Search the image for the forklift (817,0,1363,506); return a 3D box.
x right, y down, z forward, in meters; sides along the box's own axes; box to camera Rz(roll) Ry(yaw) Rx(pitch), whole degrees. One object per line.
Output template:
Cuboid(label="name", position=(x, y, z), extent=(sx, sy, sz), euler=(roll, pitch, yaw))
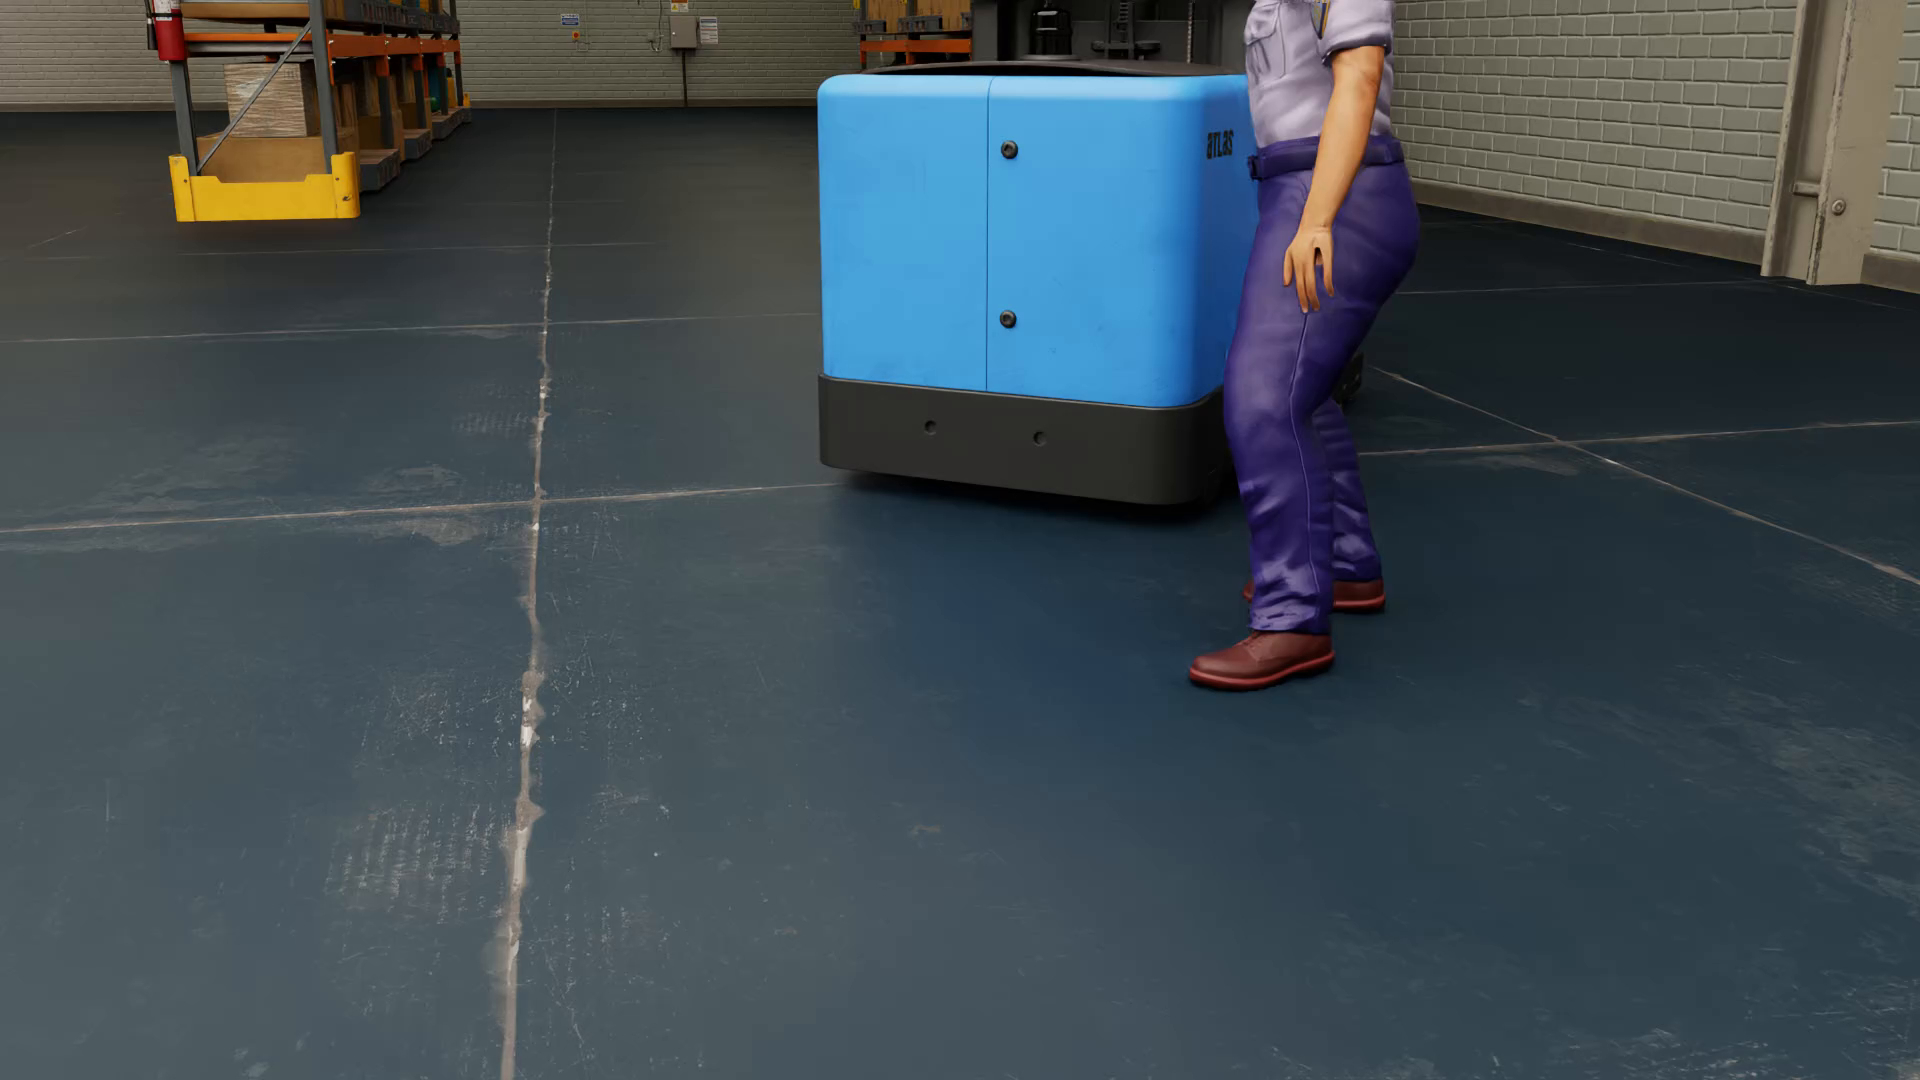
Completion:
Cuboid(label="forklift", position=(0.707, -1.863, 5.142), extent=(1.130, 2.935, 3.031), euler=(8, 18, 24))

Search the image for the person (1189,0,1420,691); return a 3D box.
Cuboid(label="person", position=(0.688, -0.595, 3.185), extent=(0.374, 1.625, 0.796), euler=(4, 17, 12))
